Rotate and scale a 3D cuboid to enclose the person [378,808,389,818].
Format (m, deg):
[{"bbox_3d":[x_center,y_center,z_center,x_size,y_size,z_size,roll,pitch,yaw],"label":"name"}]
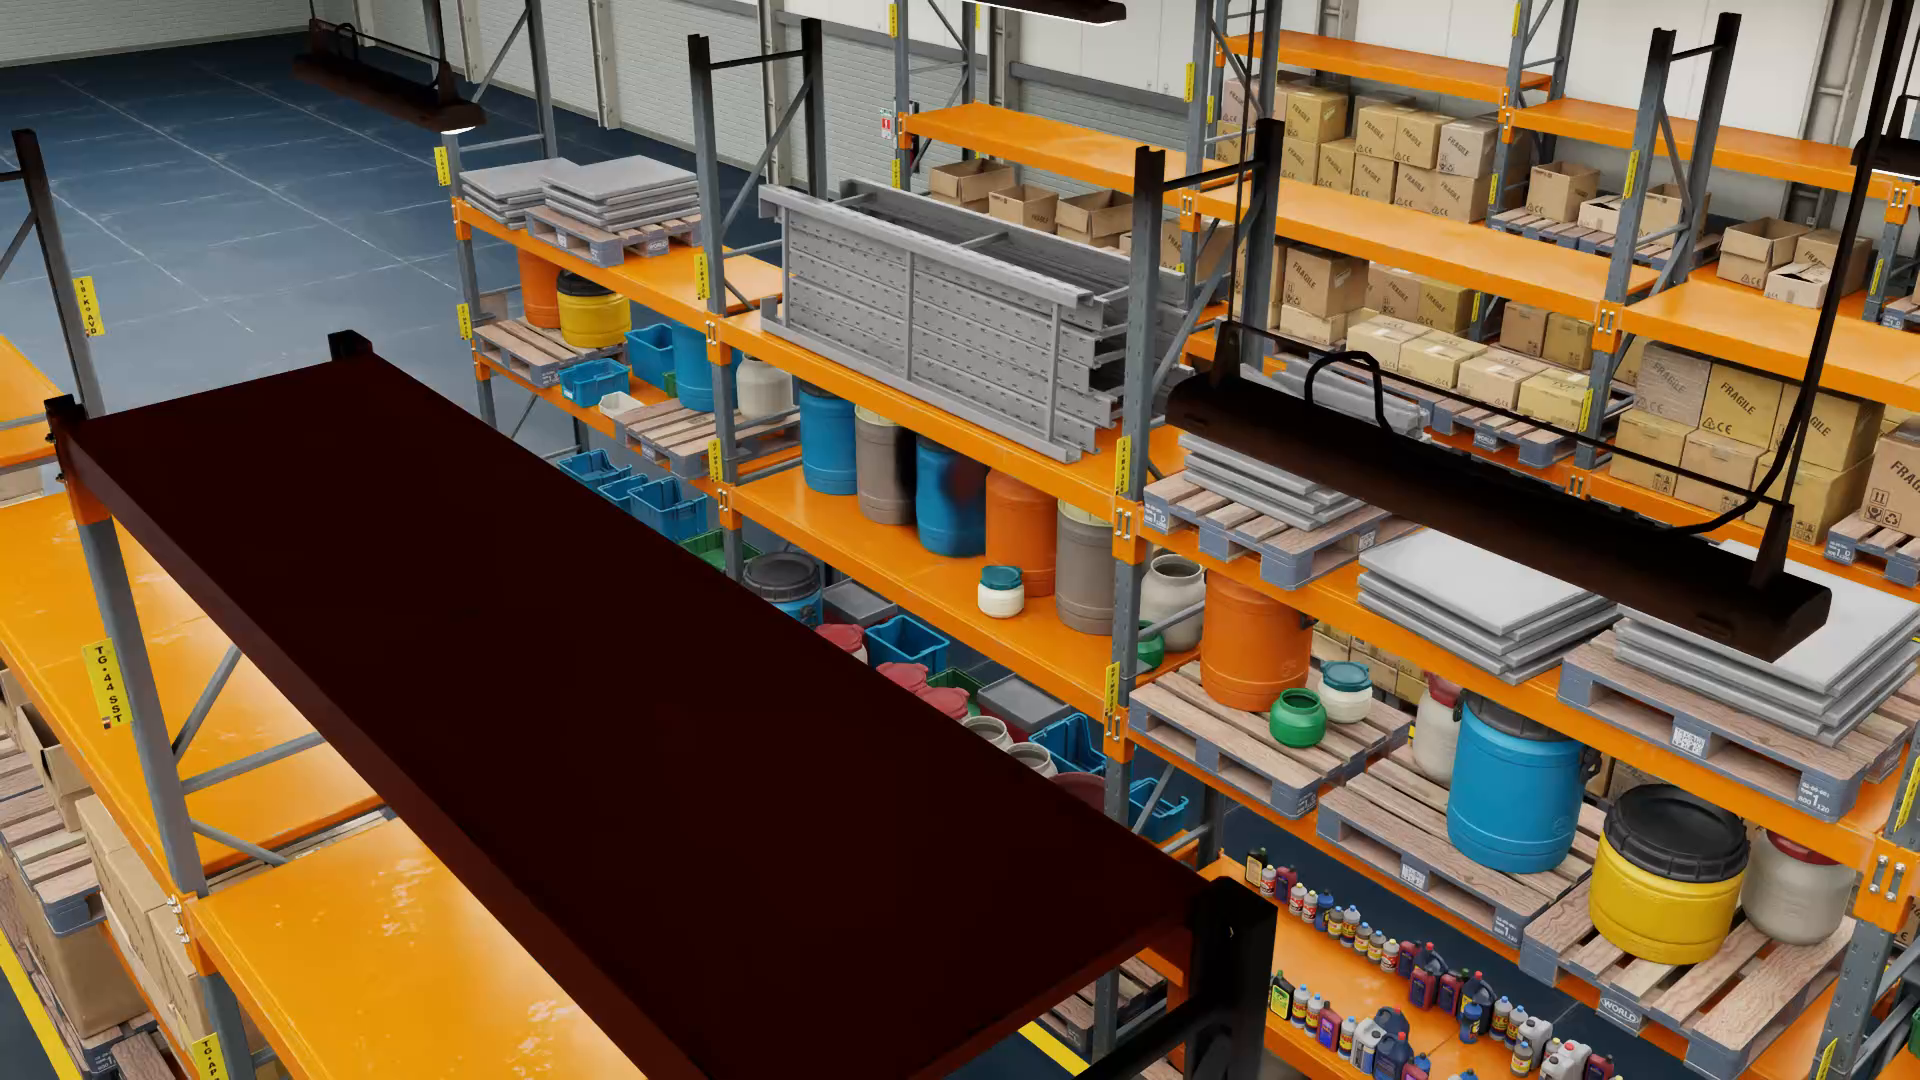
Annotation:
[{"bbox_3d":[-4.761,1.478,12.860,0.497,1.681,0.348,12,29,22],"label":"person"}]
